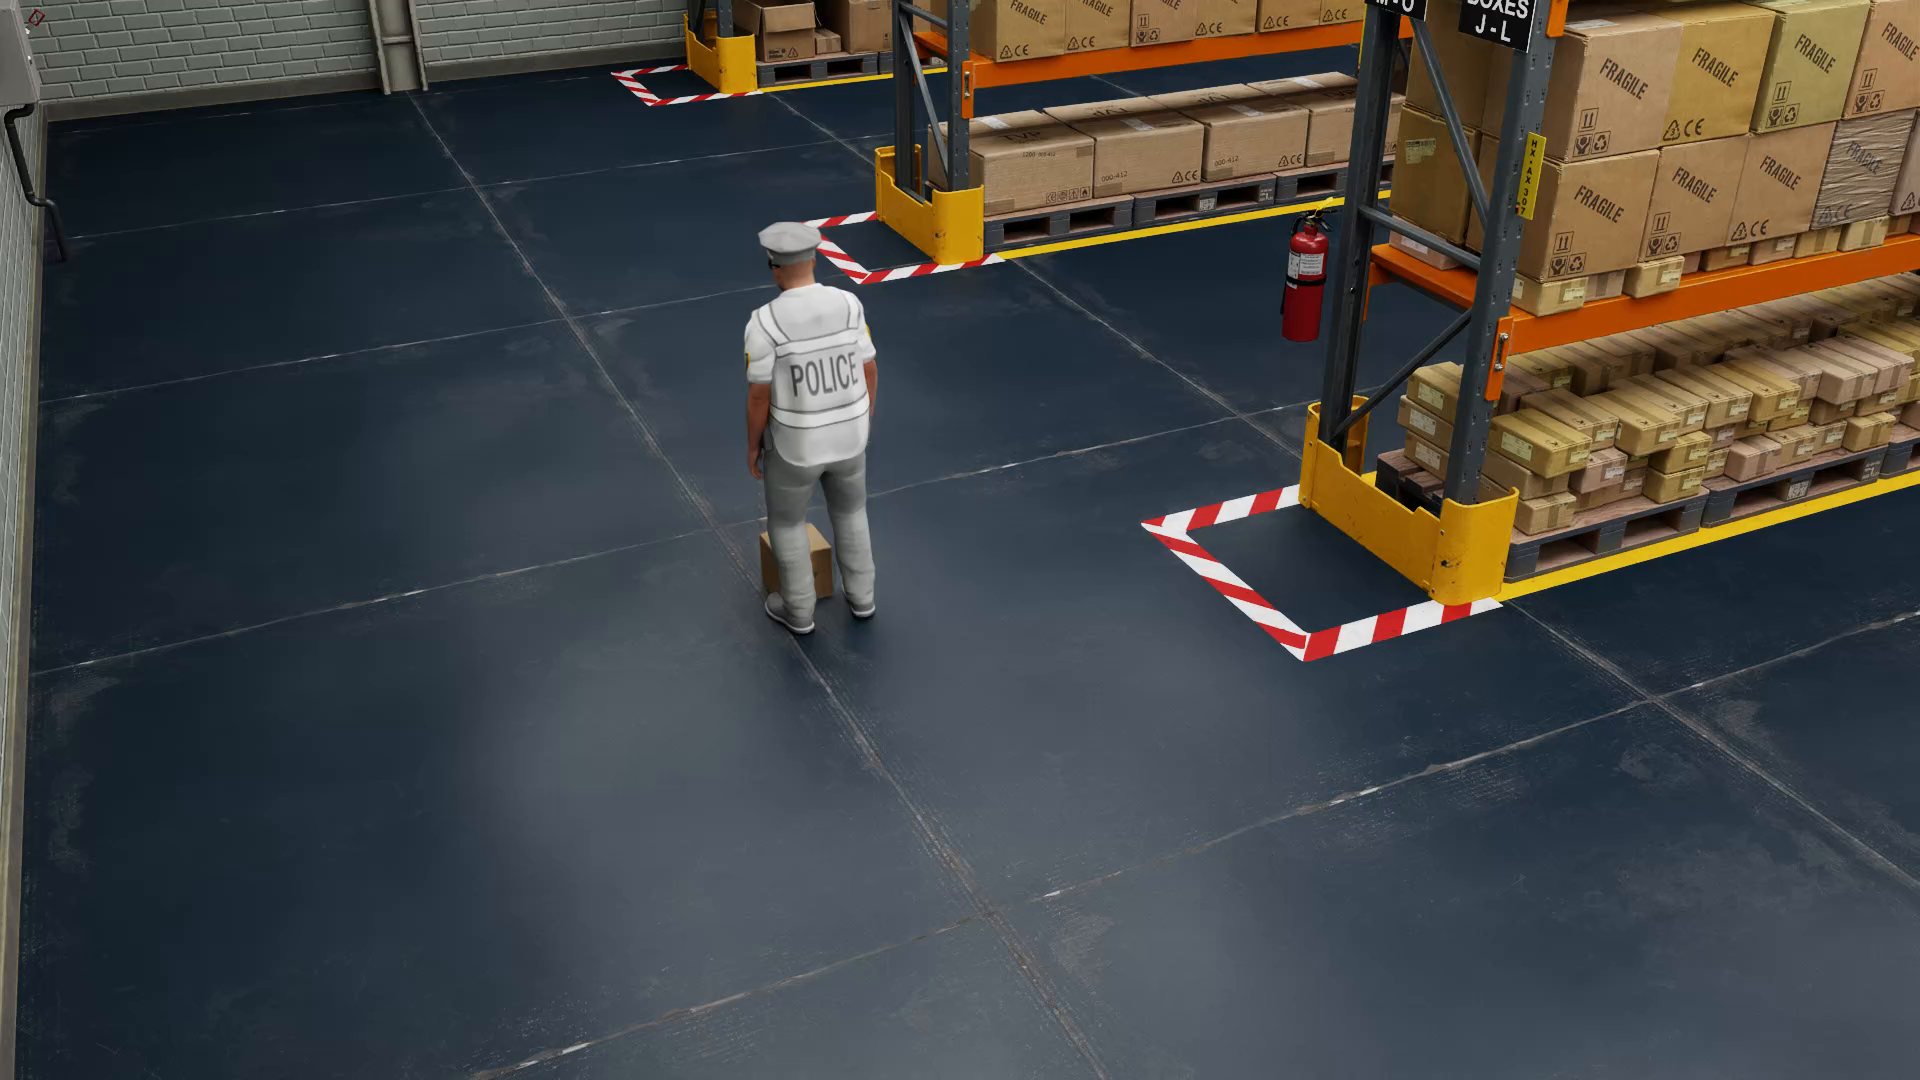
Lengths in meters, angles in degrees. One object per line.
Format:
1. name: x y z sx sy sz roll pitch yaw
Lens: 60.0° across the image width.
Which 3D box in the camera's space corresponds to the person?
1. person: -0.606 -0.423 6.875 0.582 1.747 0.439 -14 32 -24
